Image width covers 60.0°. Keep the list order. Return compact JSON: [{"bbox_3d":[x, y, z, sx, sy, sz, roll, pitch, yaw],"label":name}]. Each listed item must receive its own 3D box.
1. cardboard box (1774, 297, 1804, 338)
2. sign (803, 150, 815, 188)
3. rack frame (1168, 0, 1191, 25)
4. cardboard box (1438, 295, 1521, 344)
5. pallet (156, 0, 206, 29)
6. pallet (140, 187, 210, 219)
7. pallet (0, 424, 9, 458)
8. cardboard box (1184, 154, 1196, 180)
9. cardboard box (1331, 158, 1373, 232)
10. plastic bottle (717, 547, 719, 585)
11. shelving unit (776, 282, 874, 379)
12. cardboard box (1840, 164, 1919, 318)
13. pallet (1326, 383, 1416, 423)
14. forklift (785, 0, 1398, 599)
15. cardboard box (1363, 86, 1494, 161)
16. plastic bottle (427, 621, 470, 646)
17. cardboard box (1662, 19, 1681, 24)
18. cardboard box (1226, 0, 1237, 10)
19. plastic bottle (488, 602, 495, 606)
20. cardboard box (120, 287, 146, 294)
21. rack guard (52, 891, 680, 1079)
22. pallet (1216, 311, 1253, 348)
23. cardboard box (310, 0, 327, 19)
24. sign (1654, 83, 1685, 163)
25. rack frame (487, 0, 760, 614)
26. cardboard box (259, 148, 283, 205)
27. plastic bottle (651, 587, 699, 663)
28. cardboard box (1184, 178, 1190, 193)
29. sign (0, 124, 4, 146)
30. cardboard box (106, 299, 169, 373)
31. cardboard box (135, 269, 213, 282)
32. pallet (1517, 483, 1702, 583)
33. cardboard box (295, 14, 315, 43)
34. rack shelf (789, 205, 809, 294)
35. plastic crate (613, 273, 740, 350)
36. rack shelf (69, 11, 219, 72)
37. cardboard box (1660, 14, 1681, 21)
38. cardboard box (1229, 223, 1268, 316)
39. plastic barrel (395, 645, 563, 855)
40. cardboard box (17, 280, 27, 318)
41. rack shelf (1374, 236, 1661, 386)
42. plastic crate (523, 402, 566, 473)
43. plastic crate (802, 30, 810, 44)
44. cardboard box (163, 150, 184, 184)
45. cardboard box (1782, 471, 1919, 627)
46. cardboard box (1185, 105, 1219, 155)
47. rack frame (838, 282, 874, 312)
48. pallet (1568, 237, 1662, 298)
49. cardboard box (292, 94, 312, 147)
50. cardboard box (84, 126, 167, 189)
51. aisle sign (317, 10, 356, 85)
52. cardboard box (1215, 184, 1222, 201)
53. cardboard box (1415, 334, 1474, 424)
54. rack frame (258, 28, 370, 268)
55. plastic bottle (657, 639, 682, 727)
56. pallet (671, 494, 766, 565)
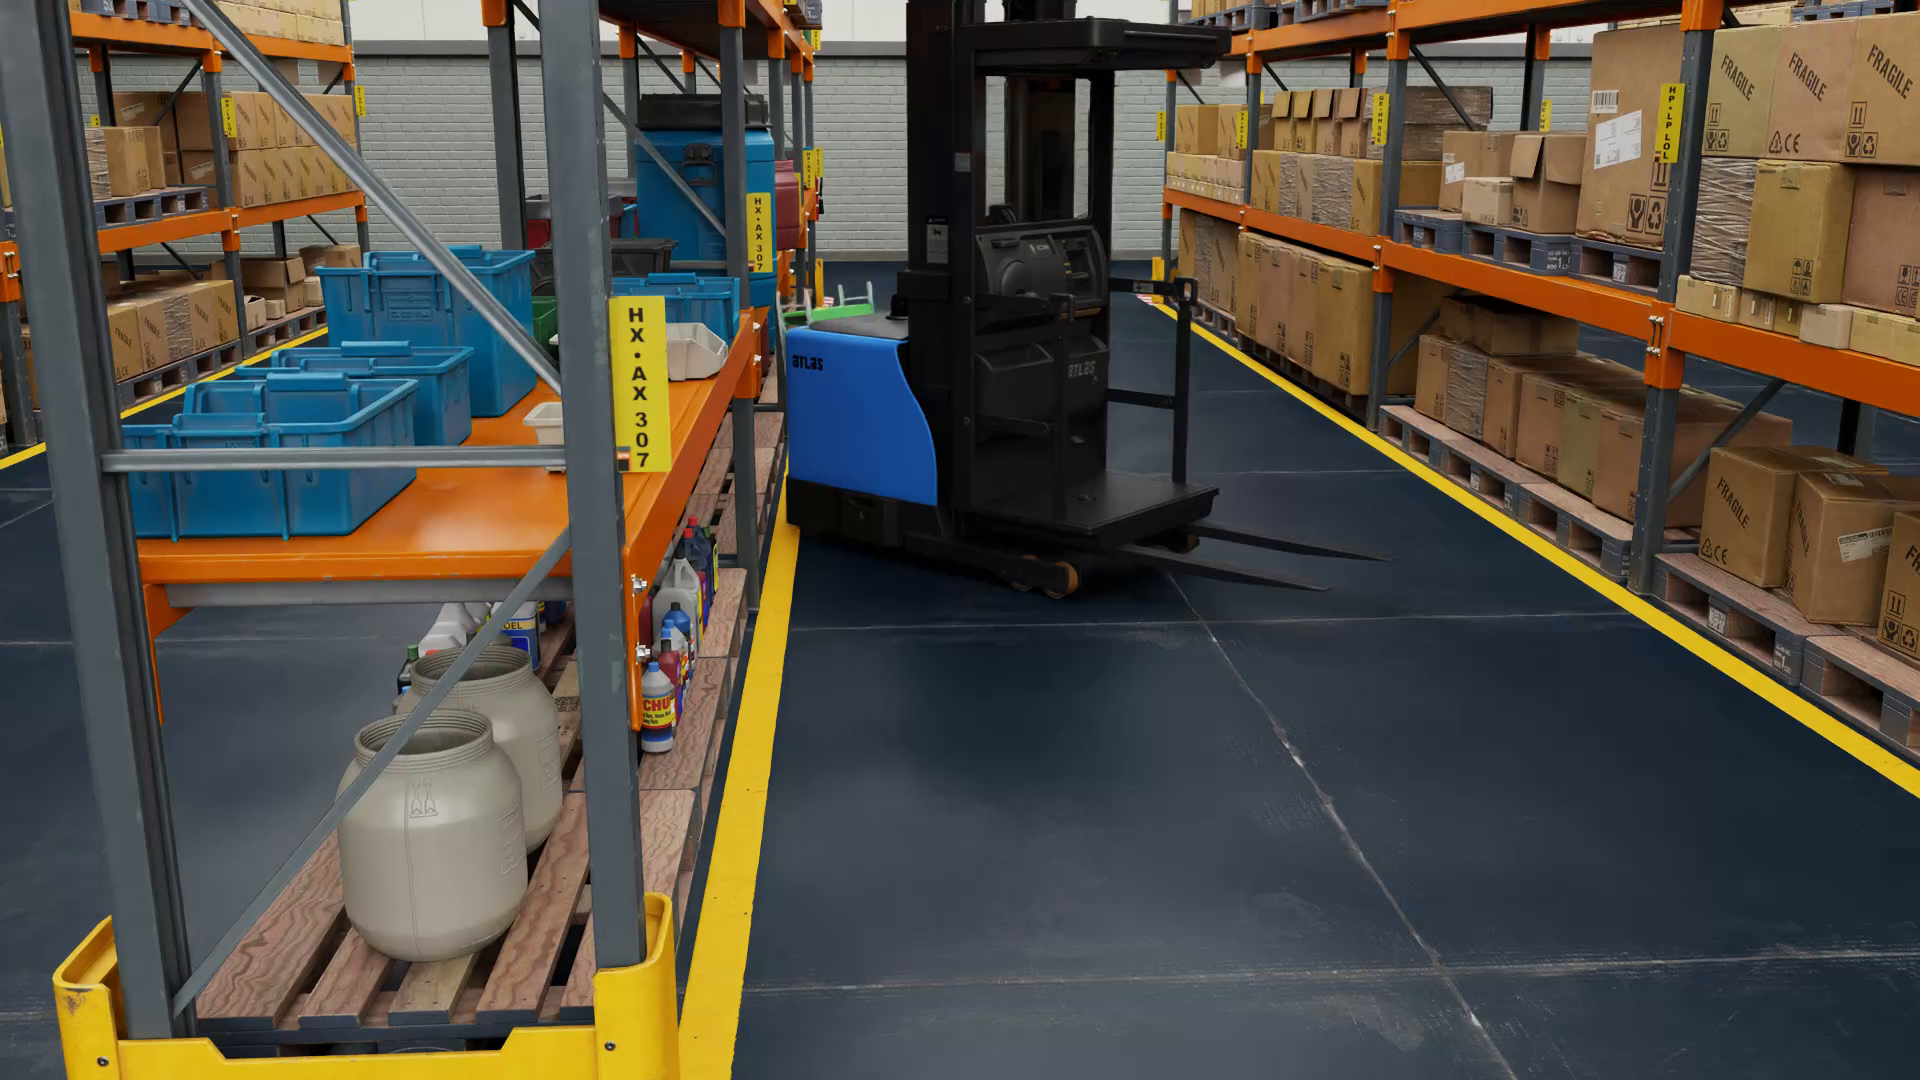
[{"bbox_3d":[3.343,-0.849,6.309,0.380,0.149,0.250,-1,14,-3],"label":"cardboard box"},{"bbox_3d":[-1.331,-3.270,14.660,0.100,0.325,0.005,-1,14,-3],"label":"sign"},{"bbox_3d":[2.816,-7.104,18.079,1.000,3.000,0.127,-1,14,-3],"label":"rack frame"},{"bbox_3d":[3.383,-1.409,10.611,0.500,0.250,0.500,0,14,-1],"label":"cardboard box"},{"bbox_3d":[-6.854,-4.251,13.385,1.213,0.211,1.003,-1,14,-3],"label":"pallet"},{"bbox_3d":[-6.883,-2.759,13.614,1.003,0.211,1.213,-1,14,-3],"label":"pallet"},{"bbox_3d":[-6.564,-0.502,10.052,1.003,0.211,1.213,-1,14,-3],"label":"pallet"},{"bbox_3d":[2.642,-3.893,17.340,0.500,0.250,0.500,-1,14,-5],"label":"cardboard box"},{"bbox_3d":[3.008,-2.501,12.026,0.500,0.500,0.500,-1,14,-4],"label":"cardboard box"},{"bbox_3d":[-1.051,0.089,6.892,0.097,0.201,0.097,0,14,0],"label":"plastic bottle"},{"bbox_3d":[-0.677,-0.785,9.114,0.258,1.200,0.503,2,12,40],"label":"shelving unit"},{"bbox_3d":[3.653,-1.047,5.777,0.875,0.500,0.500,-1,14,-3],"label":"cardboard box"},{"bbox_3d":[3.338,-1.056,12.208,1.003,0.211,1.213,-1,14,-3],"label":"pallet"},{"bbox_3d":[0.556,-1.303,7.710,3.031,2.935,1.130,12,19,38],"label":"forklift"},{"bbox_3d":[3.282,-2.926,11.664,0.797,0.503,0.637,0,14,-2],"label":"cardboard box"},{"bbox_3d":[-1.685,0.415,5.477,0.152,0.276,0.135,-1,14,-5],"label":"plastic bottle"},{"bbox_3d":[7.618,-5.256,17.216,0.500,0.250,0.500,-1,14,-5],"label":"cardboard box"},{"bbox_3d":[2.926,-5.285,15.782,0.700,0.500,0.500,0,14,-1],"label":"cardboard box"},{"bbox_3d":[-1.690,0.260,6.088,0.097,0.271,0.097,0,14,0],"label":"plastic bottle"},{"bbox_3d":[-6.993,-1.798,13.629,0.500,0.500,0.500,-1,14,-3],"label":"cardboard box"},{"bbox_3d":[-1.188,1.049,3.446,1.175,0.500,0.348,-1,14,-3],"label":"rack guard"},{"bbox_3d":[3.095,-2.044,16.047,1.003,0.211,1.213,-1,14,-3],"label":"pallet"},{"bbox_3d":[-6.754,-5.421,16.854,0.500,0.250,0.500,-1,14,-3],"label":"cardboard box"},{"bbox_3d":[3.006,-1.766,7.046,0.100,0.325,0.005,-1,14,-3],"label":"sign"},{"bbox_3d":[-1.384,-1.138,6.930,1.000,3.000,0.127,-1,14,-3],"label":"rack frame"},{"bbox_3d":[-6.618,-3.359,15.361,0.500,0.500,0.500,-1,14,-2],"label":"cardboard box"},{"bbox_3d":[-1.019,0.292,5.955,0.152,0.276,0.135,-1,14,-2],"label":"plastic bottle"},{"bbox_3d":[2.574,-3.728,17.502,0.380,0.149,0.250,-1,14,-5],"label":"cardboard box"},{"bbox_3d":[-6.022,-2.628,10.395,0.100,0.325,0.005,-1,14,-3],"label":"sign"},{"bbox_3d":[-6.421,-1.562,12.712,0.500,0.500,0.500,-1,14,-5],"label":"cardboard box"},{"bbox_3d":[-7.142,-2.192,15.160,0.500,0.500,0.500,-1,14,-3],"label":"cardboard box"},{"bbox_3d":[3.510,-0.058,8.327,1.003,0.211,1.213,-1,14,-3],"label":"pallet"},{"bbox_3d":[-6.713,-5.055,16.434,0.500,0.250,0.500,-1,14,-3],"label":"cardboard box"},{"bbox_3d":[-1.756,-2.282,12.819,1.077,0.370,4.000,-1,14,-3],"label":"rack shelf"},{"bbox_3d":[-1.045,-0.795,5.895,0.499,0.251,0.616,-1,14,-3],"label":"plastic crate"},{"bbox_3d":[-6.700,-3.659,12.152,1.077,0.370,4.000,-1,14,-3],"label":"rack shelf"},{"bbox_3d":[7.593,-5.504,17.176,0.500,0.250,0.500,-1,14,-3],"label":"cardboard box"},{"bbox_3d":[3.103,-2.544,15.815,0.875,0.875,0.875,-1,14,-3],"label":"cardboard box"},{"bbox_3d":[-1.284,0.571,4.438,0.421,0.512,0.421,0,14,0],"label":"plastic barrel"},{"bbox_3d":[-6.876,-1.666,11.610,0.500,0.250,0.500,0,14,-1],"label":"cardboard box"},{"bbox_3d":[3.435,-1.364,9.250,1.077,0.370,4.000,-1,14,-3],"label":"rack shelf"},{"bbox_3d":[-0.871,-0.243,3.981,0.298,0.136,0.250,-1,14,-3],"label":"plastic crate"},{"bbox_3d":[-1.782,-5.232,17.246,0.450,0.188,0.336,-1,14,-3],"label":"plastic crate"},{"bbox_3d":[-7.111,-3.221,14.825,0.500,0.500,0.500,-1,14,-3],"label":"cardboard box"},{"bbox_3d":[3.587,0.035,6.544,0.500,0.500,0.500,4,15,14],"label":"cardboard box"},{"bbox_3d":[2.645,-4.257,17.251,0.500,0.500,0.500,-1,14,-5],"label":"cardboard box"},{"bbox_3d":[-0.522,-0.832,9.296,0.240,1.200,0.015,2,12,40],"label":"rack frame"},{"bbox_3d":[3.657,-1.314,7.999,1.003,0.211,1.213,-1,14,-3],"label":"pallet"},{"bbox_3d":[-6.669,-4.091,16.199,0.500,0.500,0.500,0,14,-2],"label":"cardboard box"},{"bbox_3d":[-7.018,-3.183,13.833,0.700,0.500,0.500,-6,16,-22],"label":"cardboard box"},{"bbox_3d":[-6.770,-5.328,17.996,0.394,0.787,0.004,-1,14,-3],"label":"aisle sign"},{"bbox_3d":[2.670,-3.345,16.012,0.380,0.149,0.250,-1,14,-2],"label":"cardboard box"},{"bbox_3d":[3.373,-1.046,10.704,0.700,0.500,0.500,-2,15,-6],"label":"cardboard box"},{"bbox_3d":[-7.072,-4.047,18.236,1.000,3.000,0.127,-1,14,-3],"label":"rack frame"},{"bbox_3d":[-0.933,0.447,5.339,0.061,0.283,0.133,-1,14,-3],"label":"plastic bottle"},{"bbox_3d":[-1.472,0.018,8.034,1.003,0.211,1.213,-1,14,-3],"label":"pallet"}]
